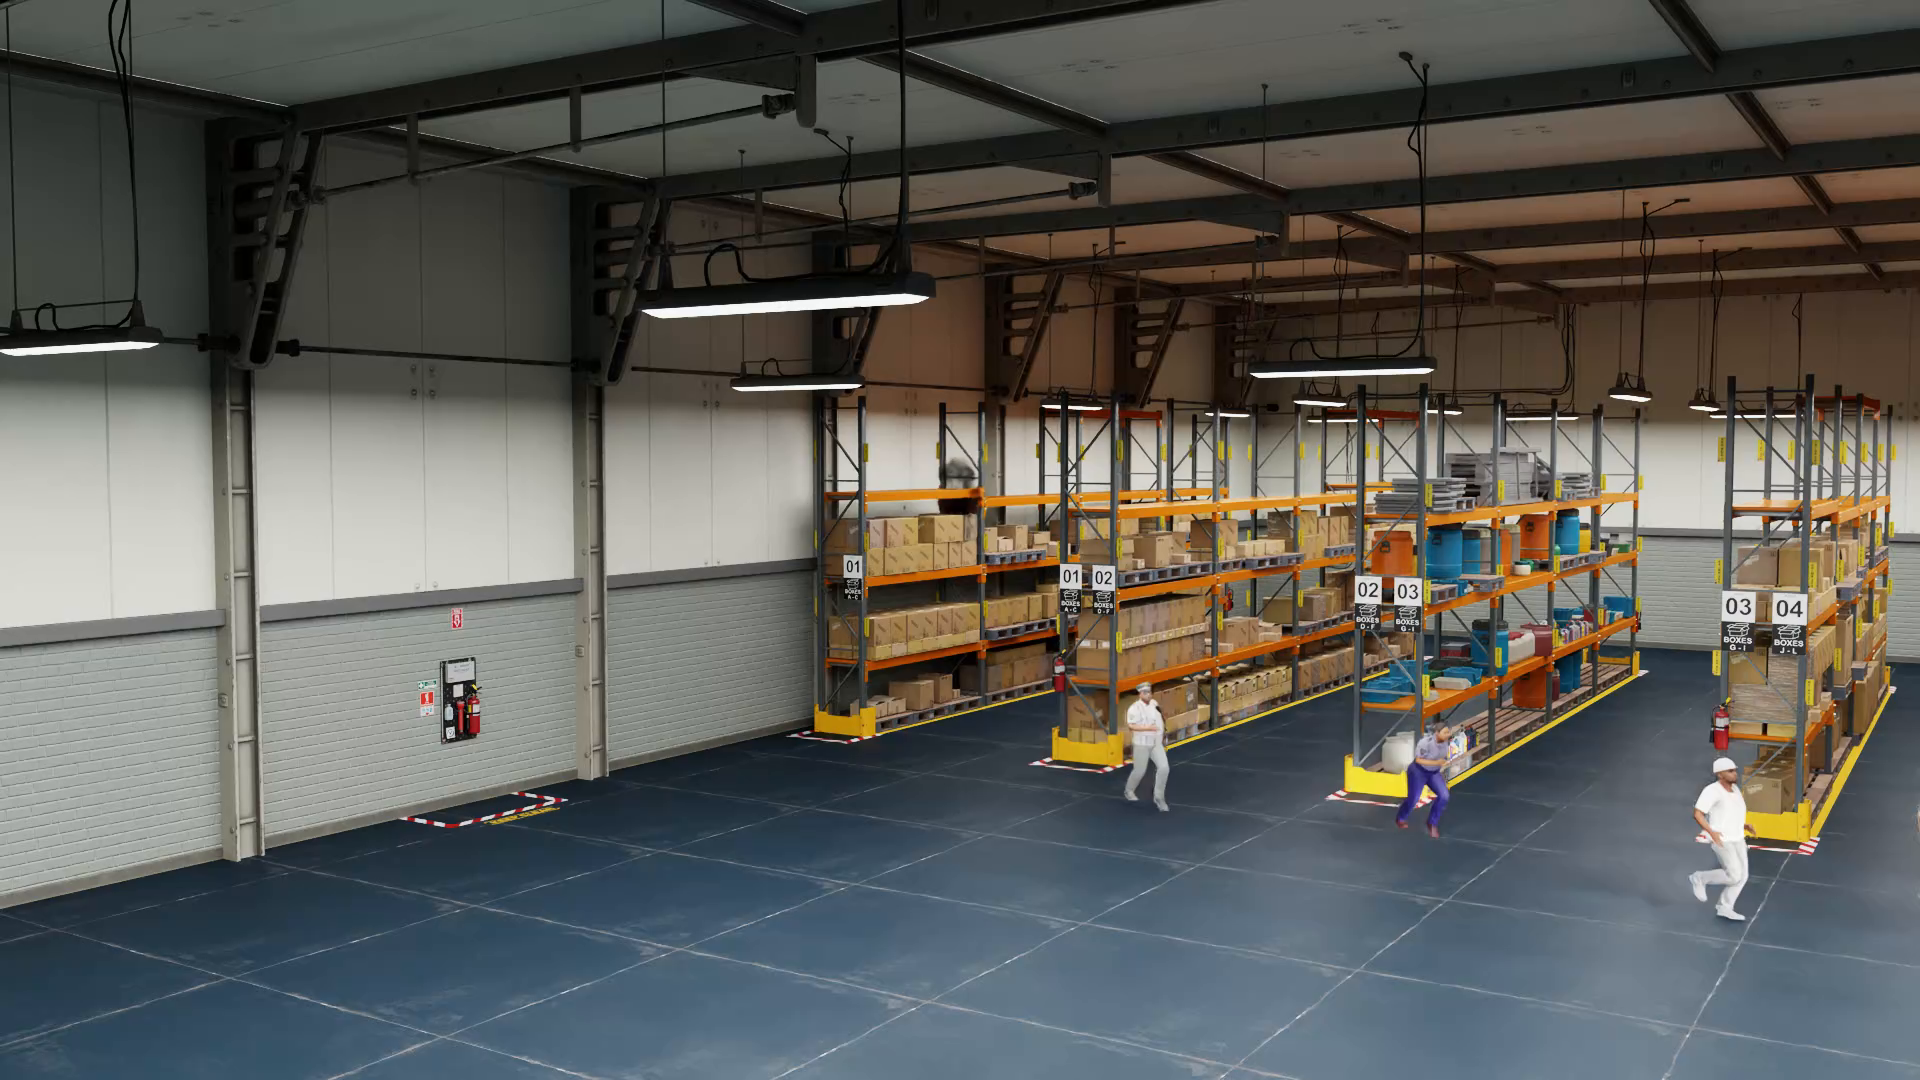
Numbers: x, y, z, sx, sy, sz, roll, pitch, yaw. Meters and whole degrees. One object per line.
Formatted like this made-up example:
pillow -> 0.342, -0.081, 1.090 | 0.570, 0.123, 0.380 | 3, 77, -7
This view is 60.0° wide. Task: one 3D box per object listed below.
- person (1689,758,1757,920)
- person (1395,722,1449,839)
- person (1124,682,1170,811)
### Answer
person -> 8.218, 3.203, 17.935 | 0.702, 1.721, 0.589 | -2, 4, -32
person -> 6.087, 3.122, 21.742 | 0.640, 1.565, 0.956 | -2, 3, -27
person -> 2.649, 2.908, 23.507 | 0.670, 1.823, 0.822 | -1, 3, -26
